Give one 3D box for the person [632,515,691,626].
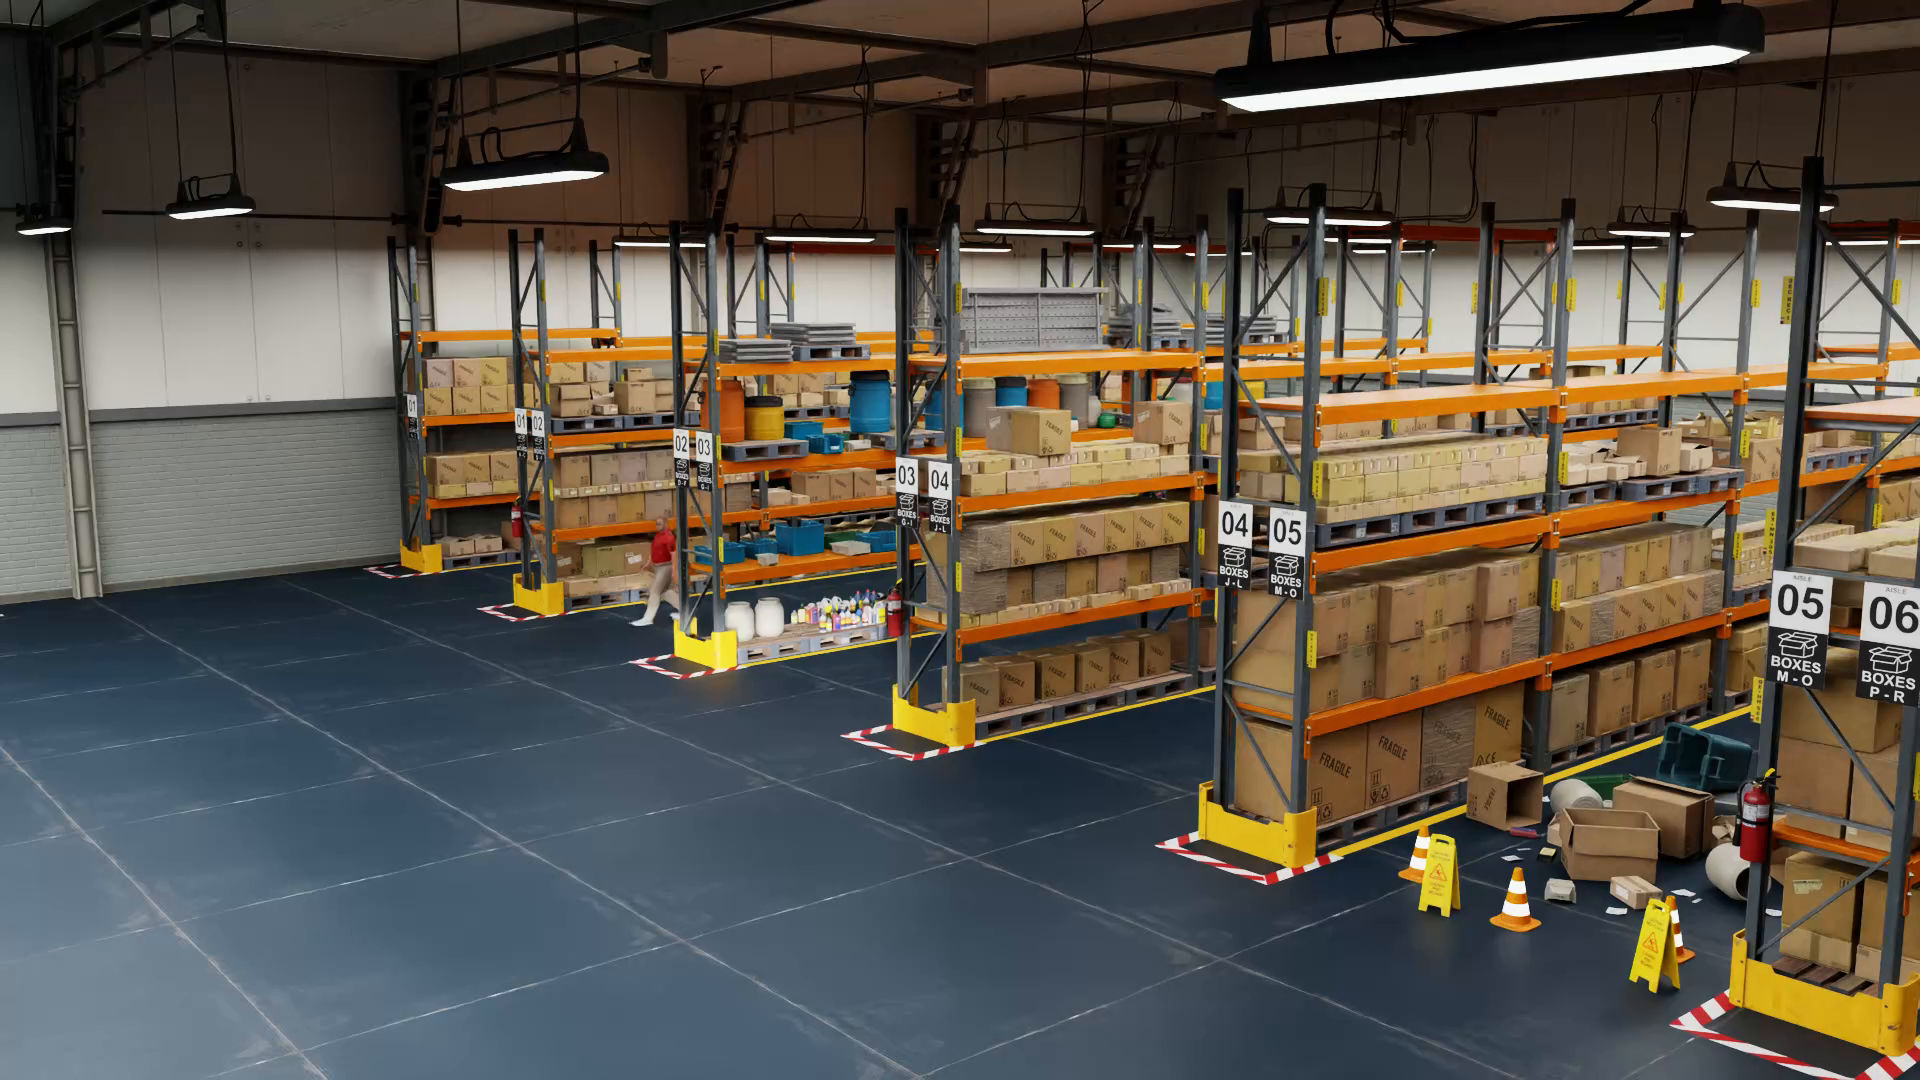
[{"bbox_3d":[-4.547,0.449,25.331,0.961,1.684,0.618,-5,10,-30],"label":"person"}]
